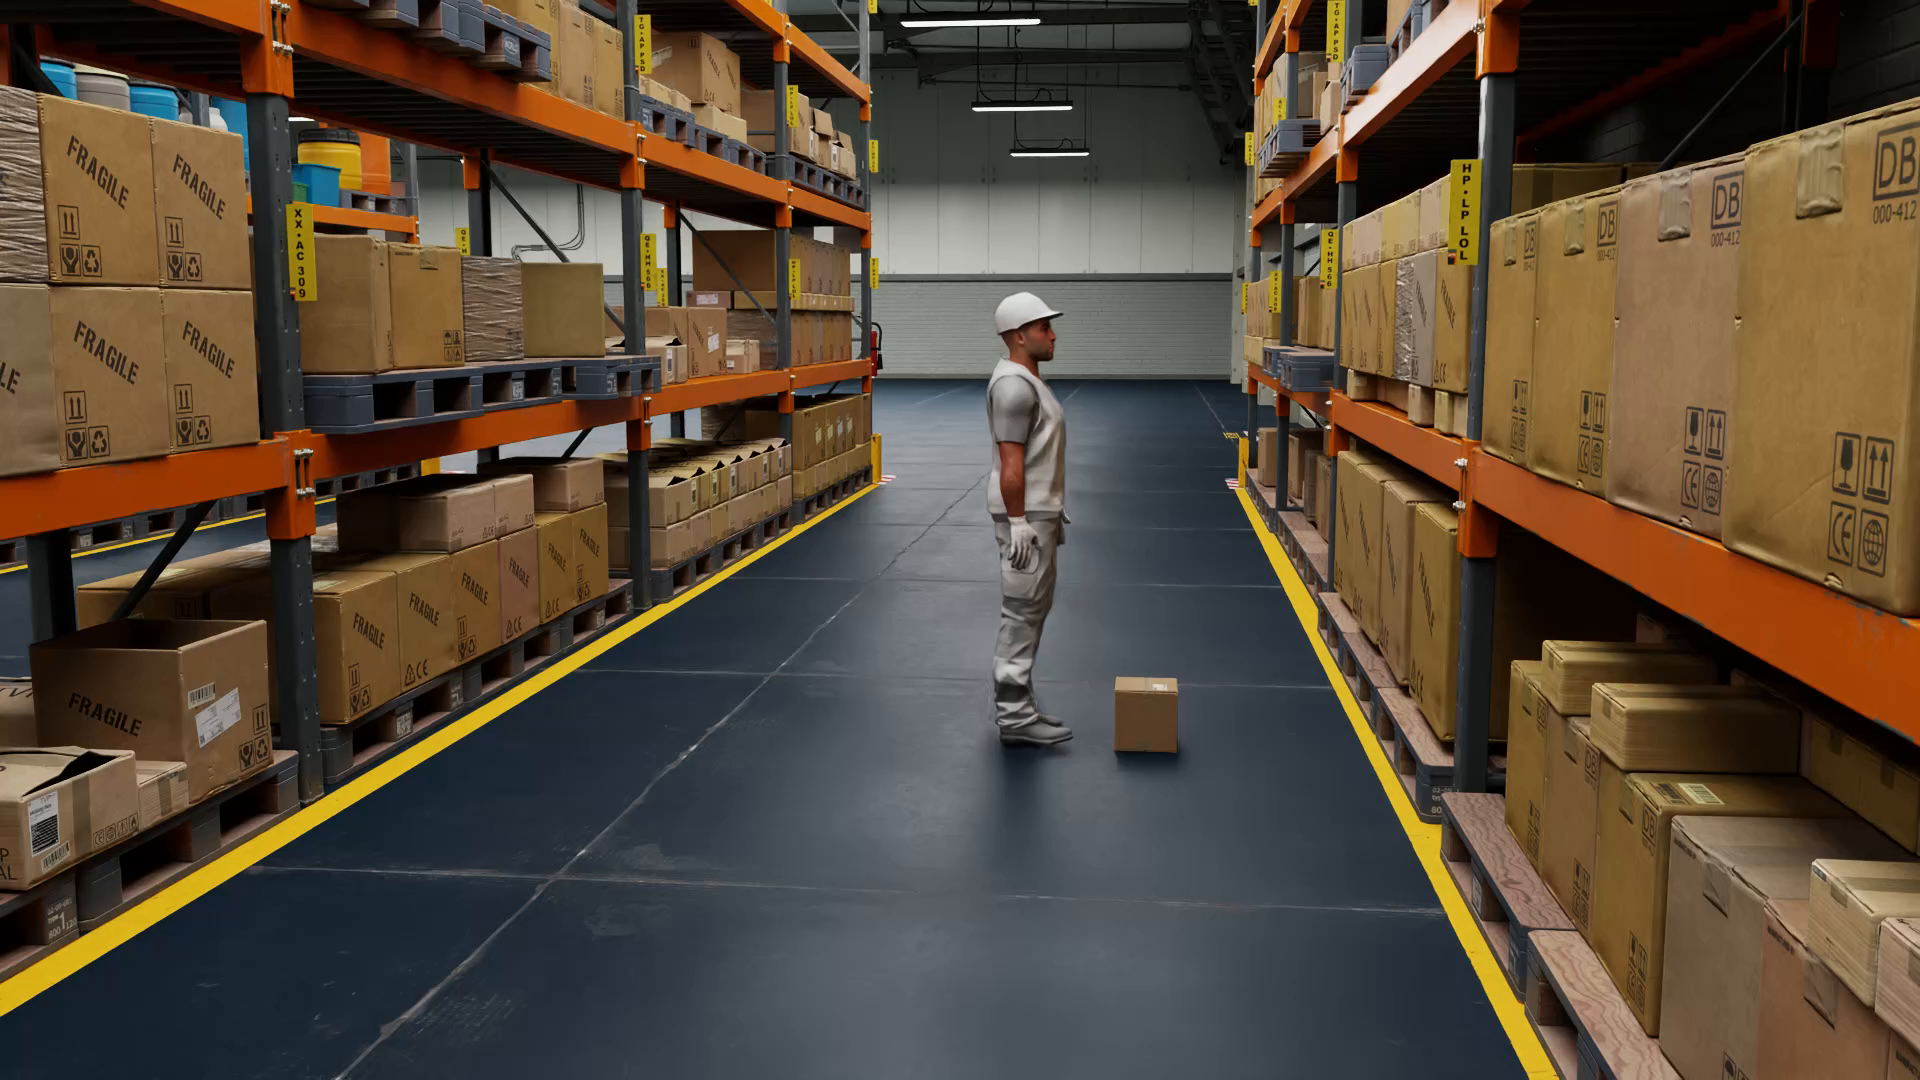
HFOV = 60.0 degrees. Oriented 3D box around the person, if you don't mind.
[{"bbox_3d":[0.289,-0.074,6.679,0.361,1.816,0.556,1,8,7],"label":"person"}]
